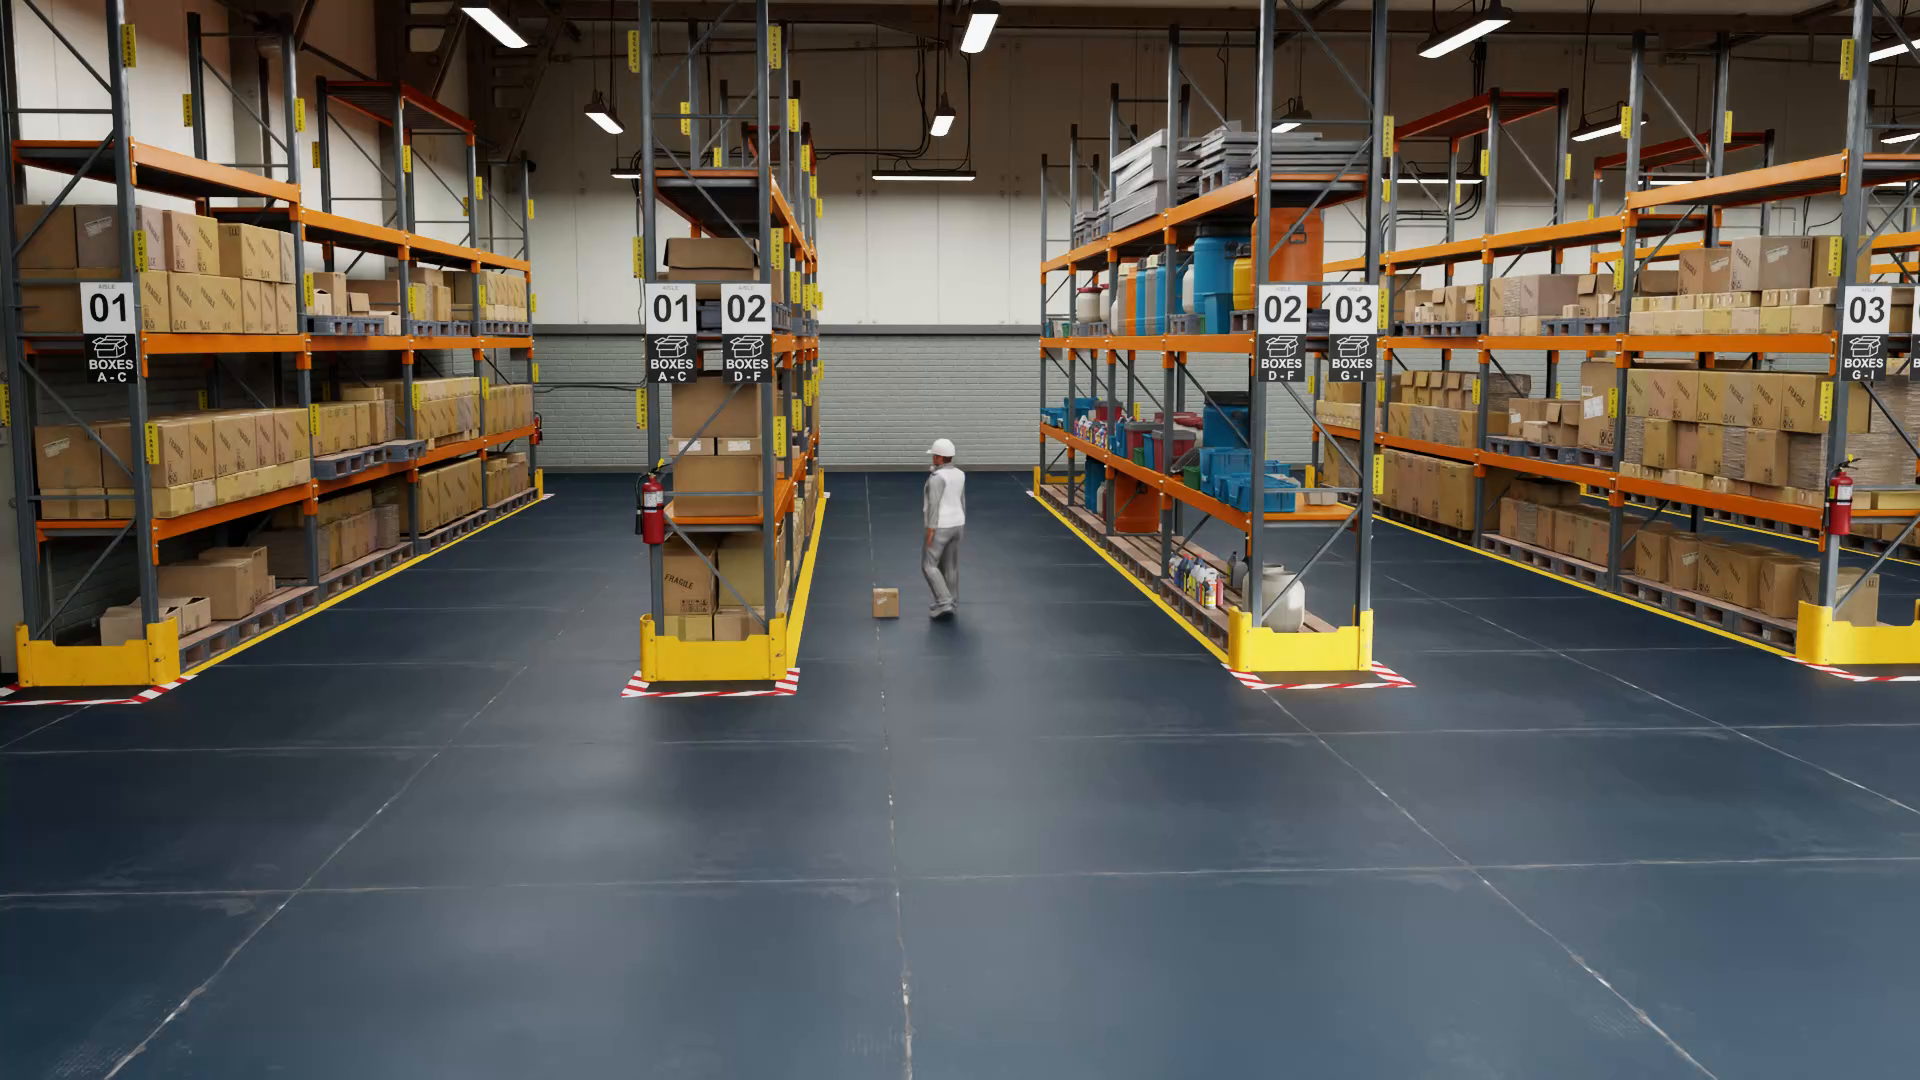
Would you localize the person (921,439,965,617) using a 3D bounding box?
[{"bbox_3d":[-0.161,-0.126,16.619,0.530,1.778,0.573,5,9,38],"label":"person"}]
